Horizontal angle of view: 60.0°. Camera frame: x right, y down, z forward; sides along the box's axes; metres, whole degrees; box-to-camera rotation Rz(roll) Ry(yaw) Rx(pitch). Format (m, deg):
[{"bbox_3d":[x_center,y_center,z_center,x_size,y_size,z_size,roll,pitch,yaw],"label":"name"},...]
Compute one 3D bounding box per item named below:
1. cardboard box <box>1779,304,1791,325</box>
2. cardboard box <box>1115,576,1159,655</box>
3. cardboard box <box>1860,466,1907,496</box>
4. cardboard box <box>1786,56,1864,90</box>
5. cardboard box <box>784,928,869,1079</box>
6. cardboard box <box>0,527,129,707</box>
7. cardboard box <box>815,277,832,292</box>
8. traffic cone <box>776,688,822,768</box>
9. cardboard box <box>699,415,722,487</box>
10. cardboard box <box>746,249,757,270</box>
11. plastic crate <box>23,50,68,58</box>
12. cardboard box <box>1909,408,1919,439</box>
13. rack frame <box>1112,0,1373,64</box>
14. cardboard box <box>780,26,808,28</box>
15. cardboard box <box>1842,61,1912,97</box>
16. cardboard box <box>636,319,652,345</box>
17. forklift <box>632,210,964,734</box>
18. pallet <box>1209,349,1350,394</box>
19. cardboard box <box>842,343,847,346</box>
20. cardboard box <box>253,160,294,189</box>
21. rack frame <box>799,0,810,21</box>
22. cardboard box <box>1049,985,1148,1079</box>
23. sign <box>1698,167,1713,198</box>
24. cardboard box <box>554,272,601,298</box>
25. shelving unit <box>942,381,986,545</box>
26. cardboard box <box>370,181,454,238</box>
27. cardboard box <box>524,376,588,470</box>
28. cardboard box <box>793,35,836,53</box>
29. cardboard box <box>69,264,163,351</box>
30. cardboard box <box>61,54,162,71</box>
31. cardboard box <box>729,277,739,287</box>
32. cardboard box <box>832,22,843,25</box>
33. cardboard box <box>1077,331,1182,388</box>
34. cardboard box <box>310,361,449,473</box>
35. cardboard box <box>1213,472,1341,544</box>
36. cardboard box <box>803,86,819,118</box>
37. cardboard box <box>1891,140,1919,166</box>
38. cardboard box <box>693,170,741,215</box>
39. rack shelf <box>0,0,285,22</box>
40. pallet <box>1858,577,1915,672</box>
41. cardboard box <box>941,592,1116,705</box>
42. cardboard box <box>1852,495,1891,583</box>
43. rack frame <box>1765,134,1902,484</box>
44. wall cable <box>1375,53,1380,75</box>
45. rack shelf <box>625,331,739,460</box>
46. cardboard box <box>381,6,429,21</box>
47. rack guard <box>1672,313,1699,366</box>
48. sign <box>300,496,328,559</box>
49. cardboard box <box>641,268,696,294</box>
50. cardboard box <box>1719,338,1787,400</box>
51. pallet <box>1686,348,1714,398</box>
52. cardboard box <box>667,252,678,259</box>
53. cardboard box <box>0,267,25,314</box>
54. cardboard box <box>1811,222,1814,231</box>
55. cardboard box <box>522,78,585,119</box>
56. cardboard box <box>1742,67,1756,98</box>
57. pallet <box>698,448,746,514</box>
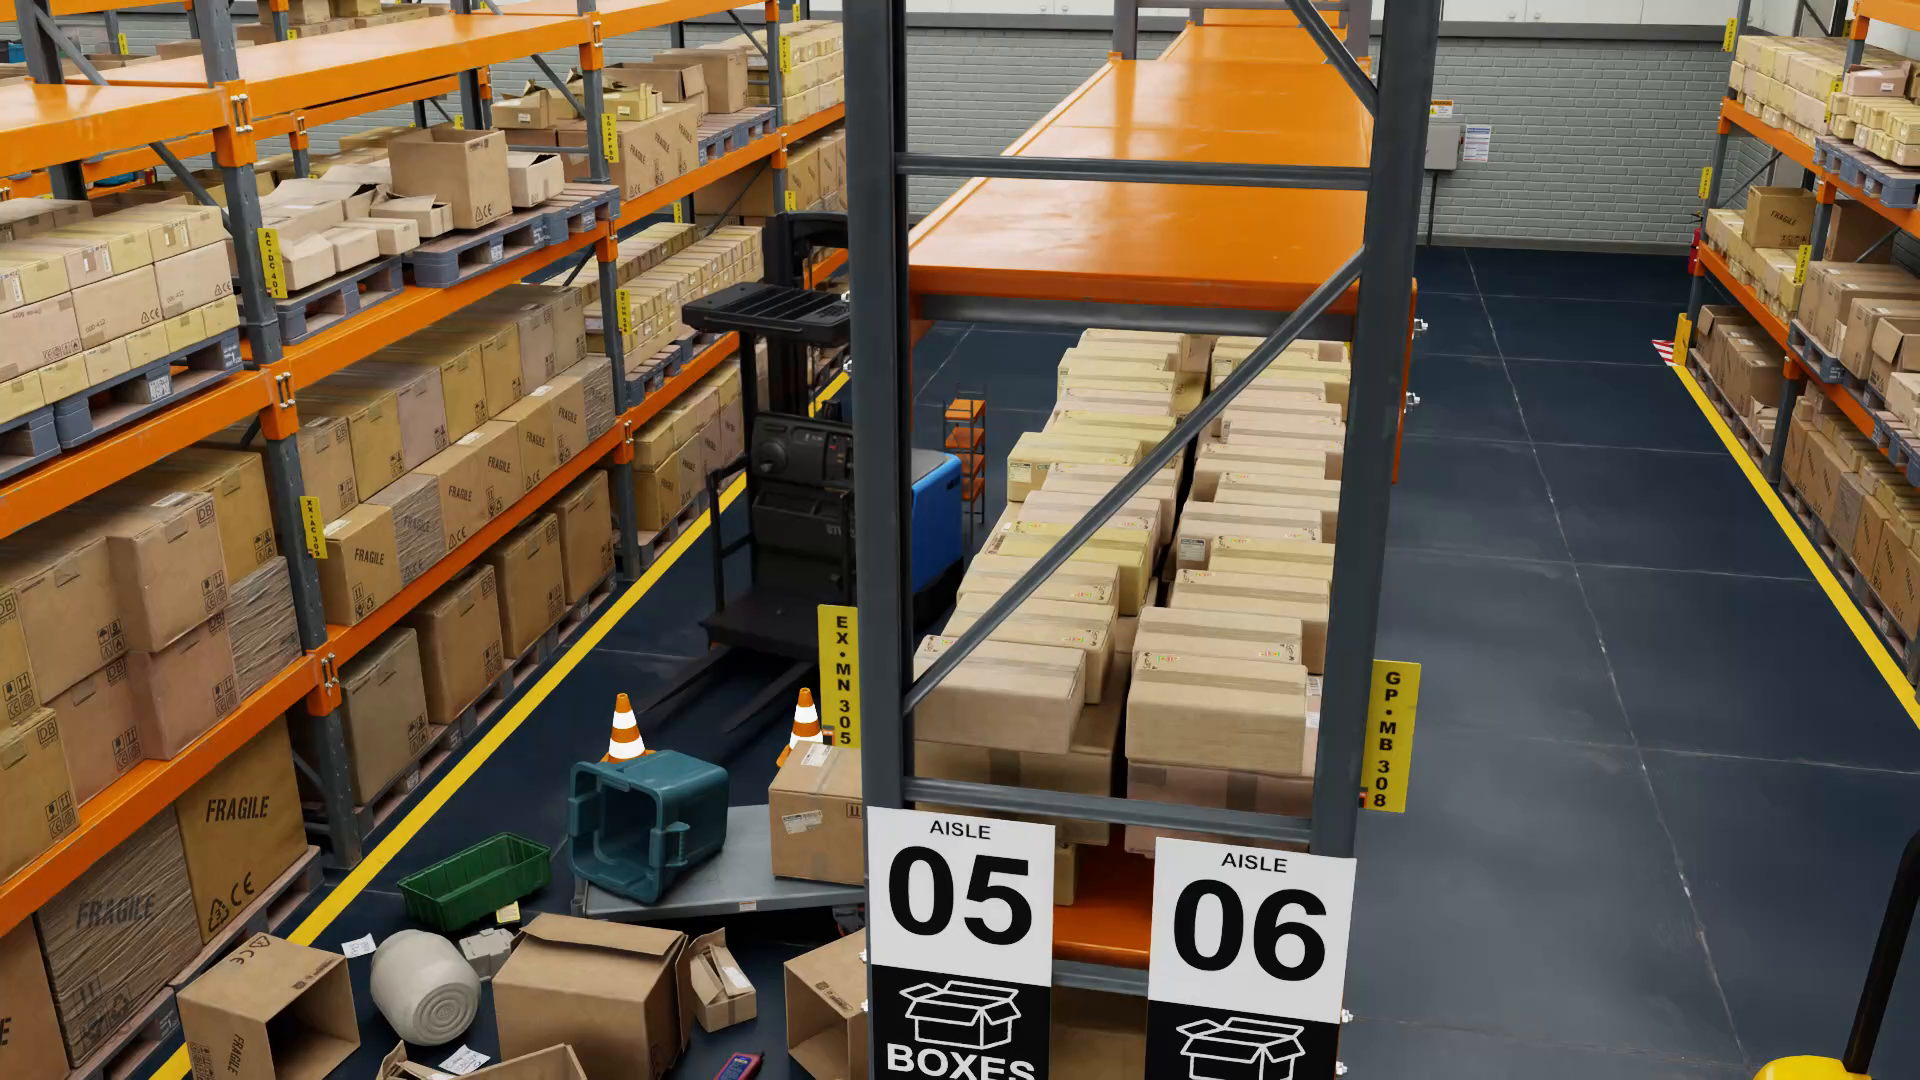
[{"bbox_3d":[7.456,-1.989,14.644,0.380,0.149,0.250,5,22,12],"label":"cardboard box"},{"bbox_3d":[0.255,0.288,4.440,0.500,0.250,0.500,4,22,10],"label":"cardboard box"},{"bbox_3d":[6.941,-0.429,12.350,0.380,0.149,0.250,3,22,8],"label":"cardboard box"},{"bbox_3d":[7.680,-4.139,14.763,0.500,0.250,0.500,5,22,12],"label":"cardboard box"},{"bbox_3d":[-0.437,2.122,7.442,0.500,0.500,0.500,-16,27,-35],"label":"cardboard box"},{"bbox_3d":[-4.105,0.294,6.992,0.875,0.550,0.550,4,22,11],"label":"cardboard box"},{"bbox_3d":[-1.682,-2.926,19.091,0.380,0.149,0.250,5,22,12],"label":"cardboard box"},{"bbox_3d":[-0.924,1.110,10.008,0.336,0.463,0.334,4,22,11],"label":"traffic cone"},{"bbox_3d":[-2.343,-0.774,14.075,0.500,0.500,0.500,4,22,10],"label":"cardboard box"},{"bbox_3d":[-2.061,-2.550,15.075,0.380,0.149,0.250,5,22,11],"label":"cardboard box"},{"bbox_3d":[-10.910,-5.757,19.931,0.450,0.188,0.336,4,22,11],"label":"plastic crate"},{"bbox_3d":[6.548,-0.758,11.025,0.380,0.149,0.250,5,22,12],"label":"cardboard box"},{"bbox_3d":[1.113,-2.107,6.570,1.000,3.000,0.127,4,22,11],"label":"rack frame"},{"bbox_3d":[-1.840,-5.416,17.800,0.380,0.149,0.250,5,22,12],"label":"cardboard box"},{"bbox_3d":[7.203,-3.636,13.068,0.396,0.266,0.258,4,22,10],"label":"cardboard box"},{"bbox_3d":[-2.588,-1.605,12.729,0.380,0.149,0.250,6,23,13],"label":"cardboard box"},{"bbox_3d":[-1.060,-0.562,10.855,1.130,2.935,3.031,10,24,23],"label":"forklift"},{"bbox_3d":[1.344,-0.846,7.706,1.213,0.211,1.003,4,22,11],"label":"pallet"},{"bbox_3d":[-1.403,-2.238,18.179,0.380,0.149,0.250,5,22,12],"label":"cardboard box"},{"bbox_3d":[-7.124,-3.610,17.132,0.500,0.500,0.500,5,22,12],"label":"cardboard box"},{"bbox_3d":[-1.304,-6.836,18.312,1.000,3.000,0.127,4,22,11],"label":"rack frame"},{"bbox_3d":[0.188,1.287,4.303,0.700,0.500,0.500,4,22,10],"label":"cardboard box"},{"bbox_3d":[7.891,-3.779,17.593,0.100,0.325,0.005,4,22,11],"label":"sign"},{"bbox_3d":[-3.073,-2.069,13.484,0.380,0.149,0.250,4,22,11],"label":"cardboard box"},{"bbox_3d":[0.034,-0.617,13.310,0.258,1.200,0.503,4,22,11],"label":"shelving unit"},{"bbox_3d":[-3.164,-1.903,9.563,0.396,0.266,0.258,4,22,11],"label":"cardboard box"},{"bbox_3d":[-2.869,-0.806,11.237,0.500,0.500,0.500,4,22,11],"label":"cardboard box"},{"bbox_3d":[-1.468,-4.991,16.743,0.380,0.149,0.250,4,22,9],"label":"cardboard box"},{"bbox_3d":[-3.706,-0.981,6.896,0.500,0.250,0.500,4,22,11],"label":"cardboard box"},{"bbox_3d":[-7.376,-3.925,14.400,0.797,0.503,0.637,4,22,10],"label":"cardboard box"},{"bbox_3d":[-2.164,-2.231,14.682,0.380,0.149,0.250,3,22,8],"label":"cardboard box"},{"bbox_3d":[-1.210,-5.564,18.166,0.380,0.149,0.250,5,22,12],"label":"cardboard box"},{"bbox_3d":[0.642,-0.685,6.324,0.380,0.149,0.250,4,22,9],"label":"cardboard box"},{"bbox_3d":[-3.451,-0.730,9.709,0.700,0.500,0.500,5,22,11],"label":"cardboard box"},{"bbox_3d":[0.931,-0.074,4.806,0.380,0.149,0.250,5,22,12],"label":"cardboard box"},{"bbox_3d":[-1.675,-4.245,16.095,0.500,0.250,0.500,4,22,10],"label":"cardboard box"},{"bbox_3d":[6.867,-2.746,11.812,0.380,0.149,0.250,5,22,12],"label":"cardboard box"},{"bbox_3d":[-2.289,-3.431,16.018,0.500,0.500,0.500,4,22,9],"label":"cardboard box"},{"bbox_3d":[-7.364,-4.538,14.103,1.077,0.370,4.000,4,22,11],"label":"rack shelf"},{"bbox_3d":[6.979,0.613,11.579,1.003,0.211,1.213,4,22,11],"label":"pallet"},{"bbox_3d":[0.168,0.256,3.986,0.380,0.149,0.250,5,22,12],"label":"cardboard box"},{"bbox_3d":[6.882,0.010,12.128,0.500,0.500,0.500,5,23,13],"label":"cardboard box"},{"bbox_3d":[7.606,-1.873,14.019,1.000,3.000,0.127,4,22,11],"label":"rack frame"},{"bbox_3d":[6.081,-6.144,23.265,0.588,1.984,0.122,4,22,11],"label":"wall cable"},{"bbox_3d":[-2.529,-1.525,14.119,1.077,0.370,4.000,4,22,11],"label":"rack shelf"},{"bbox_3d":[-6.426,-5.756,18.817,0.700,0.500,0.500,4,22,9],"label":"cardboard box"},{"bbox_3d":[8.407,-2.149,18.050,1.175,0.500,0.348,4,22,11],"label":"rack guard"},{"bbox_3d":[-3.209,-0.061,8.256,0.100,0.325,0.005,4,22,11],"label":"sign"},{"bbox_3d":[-2.386,-2.117,13.602,0.380,0.149,0.250,5,23,13],"label":"cardboard box"},{"bbox_3d":[7.786,-1.659,16.273,0.500,0.500,0.500,5,22,12],"label":"cardboard box"},{"bbox_3d":[8.245,-1.723,17.380,1.003,0.211,1.213,4,22,11],"label":"pallet"},{"bbox_3d":[-2.754,-2.508,14.973,0.380,0.149,0.250,5,22,12],"label":"cardboard box"},{"bbox_3d":[-3.774,-0.931,6.238,0.380,0.149,0.250,4,22,10],"label":"cardboard box"},{"bbox_3d":[8.482,-3.027,16.688,0.500,0.250,0.500,5,22,11],"label":"cardboard box"},{"bbox_3d":[-3.019,-3.277,12.331,0.396,0.266,0.258,4,22,11],"label":"cardboard box"},{"bbox_3d":[7.980,-4.467,16.247,0.500,0.250,0.500,5,22,12],"label":"cardboard box"},{"bbox_3d":[-2.525,-0.565,14.503,1.003,0.211,1.213,4,22,11],"label":"pallet"}]
